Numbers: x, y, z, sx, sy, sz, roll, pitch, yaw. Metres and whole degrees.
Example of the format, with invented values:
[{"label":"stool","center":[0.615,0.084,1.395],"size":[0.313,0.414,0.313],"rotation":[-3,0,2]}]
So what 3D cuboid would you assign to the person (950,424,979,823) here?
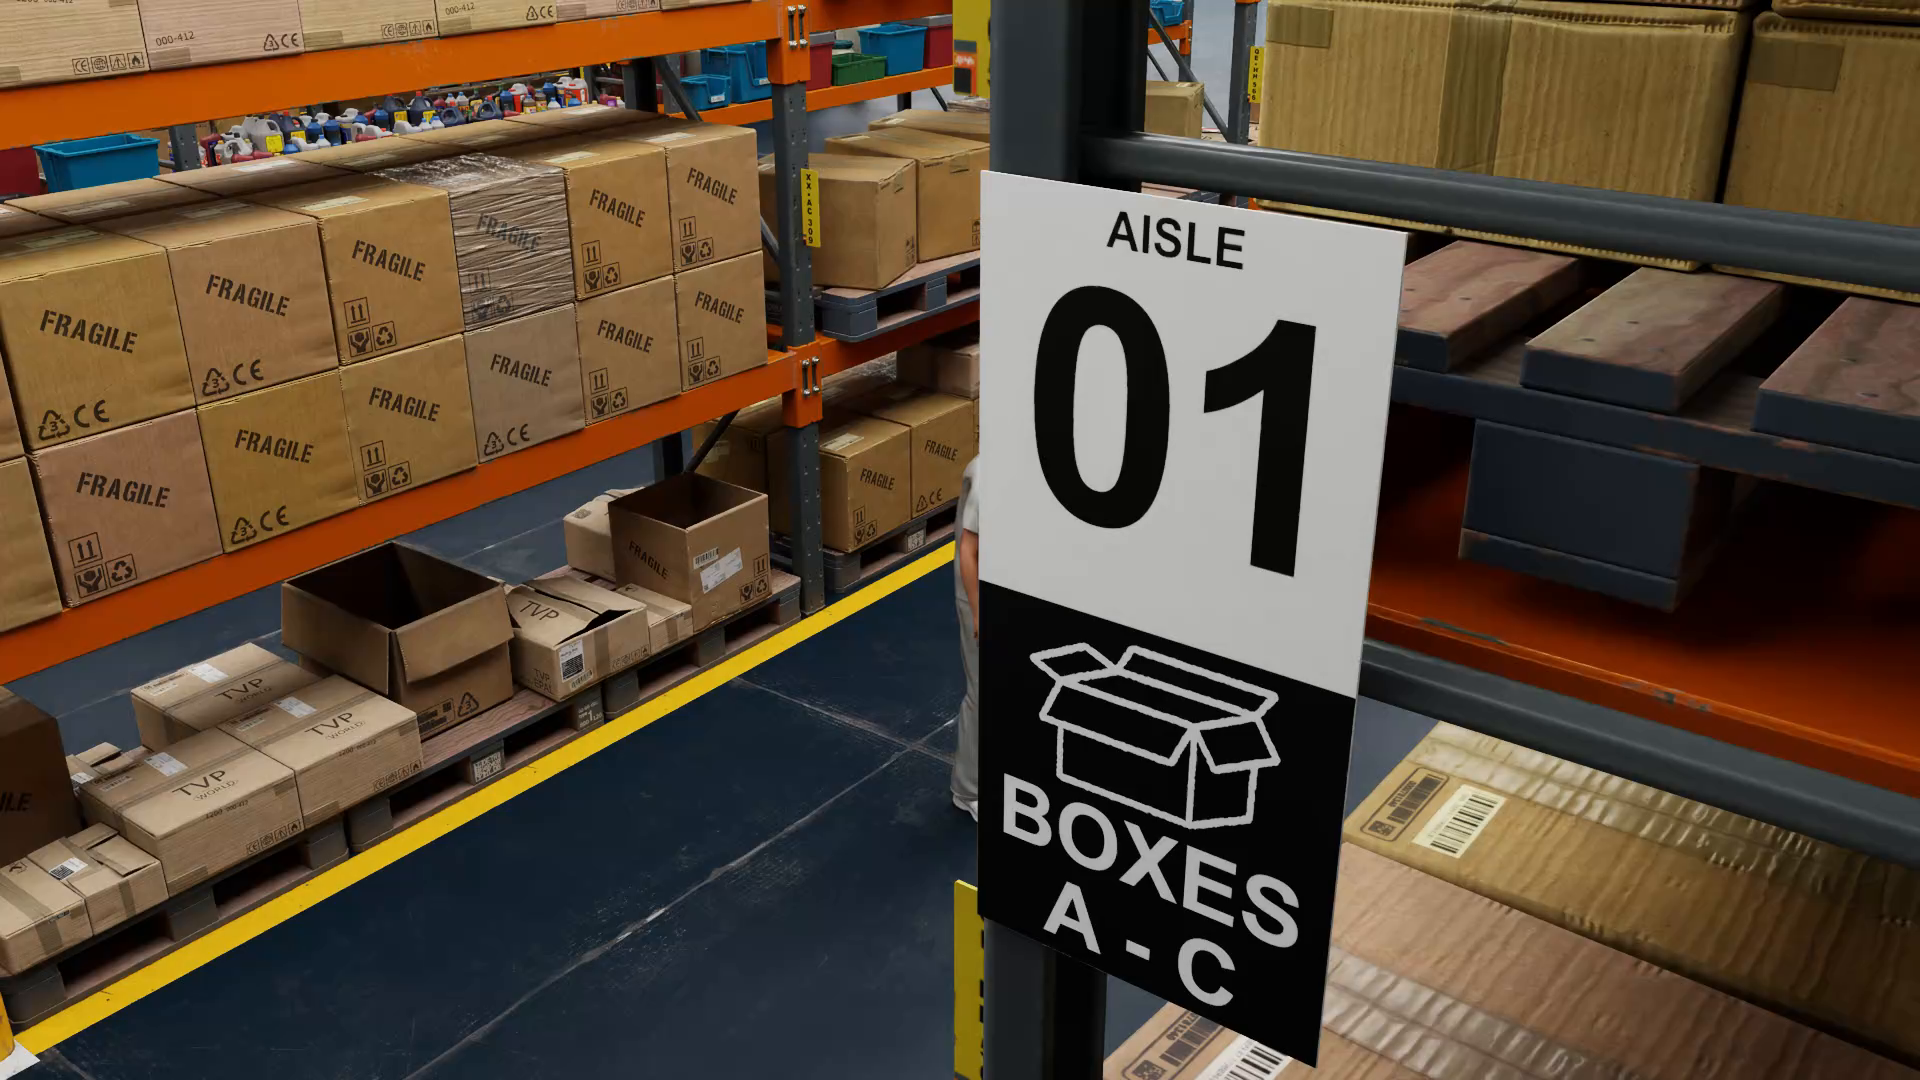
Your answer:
[{"label":"person","center":[0.168,0.214,6.112],"size":[0.363,1.672,0.514],"rotation":[15,28,30]}]
